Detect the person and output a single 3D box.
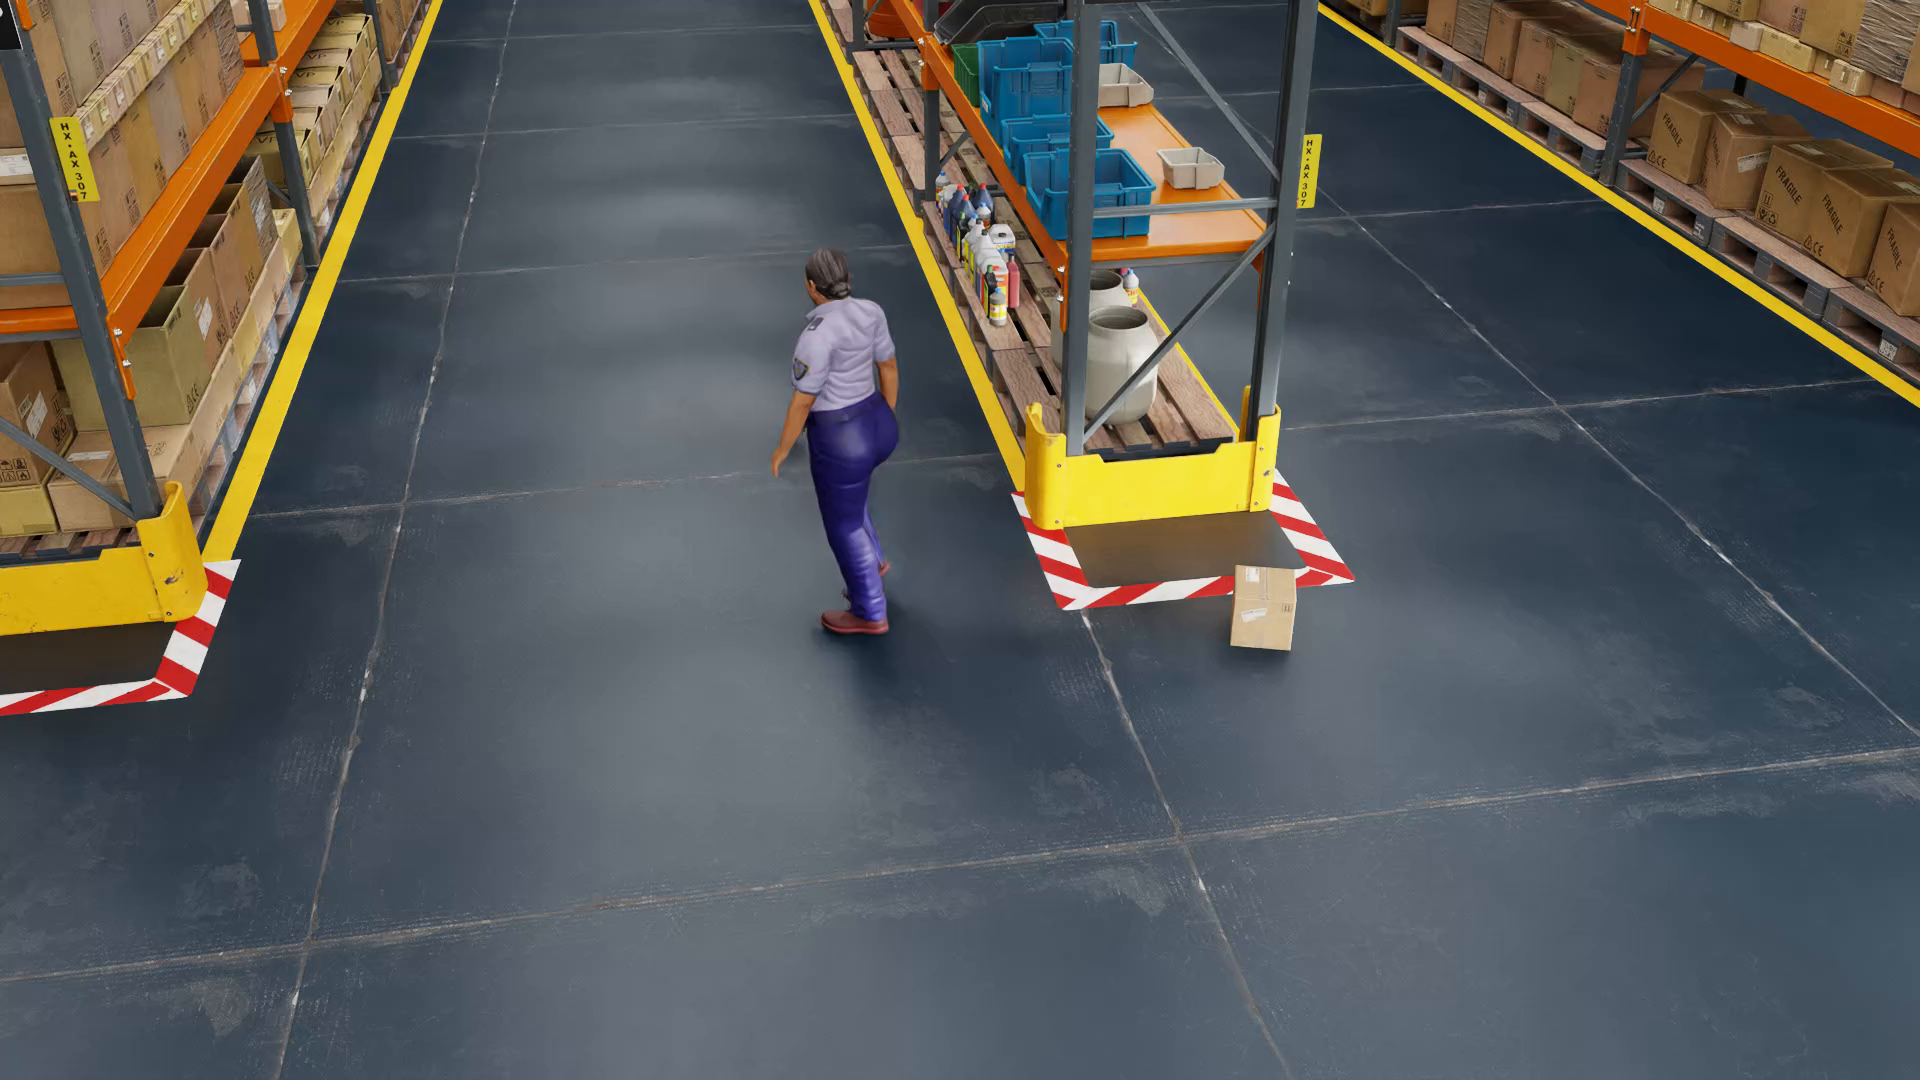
[{"bbox_3d":[-0.467,-0.395,6.841,0.503,1.683,0.530,16,35,25],"label":"person"}]
